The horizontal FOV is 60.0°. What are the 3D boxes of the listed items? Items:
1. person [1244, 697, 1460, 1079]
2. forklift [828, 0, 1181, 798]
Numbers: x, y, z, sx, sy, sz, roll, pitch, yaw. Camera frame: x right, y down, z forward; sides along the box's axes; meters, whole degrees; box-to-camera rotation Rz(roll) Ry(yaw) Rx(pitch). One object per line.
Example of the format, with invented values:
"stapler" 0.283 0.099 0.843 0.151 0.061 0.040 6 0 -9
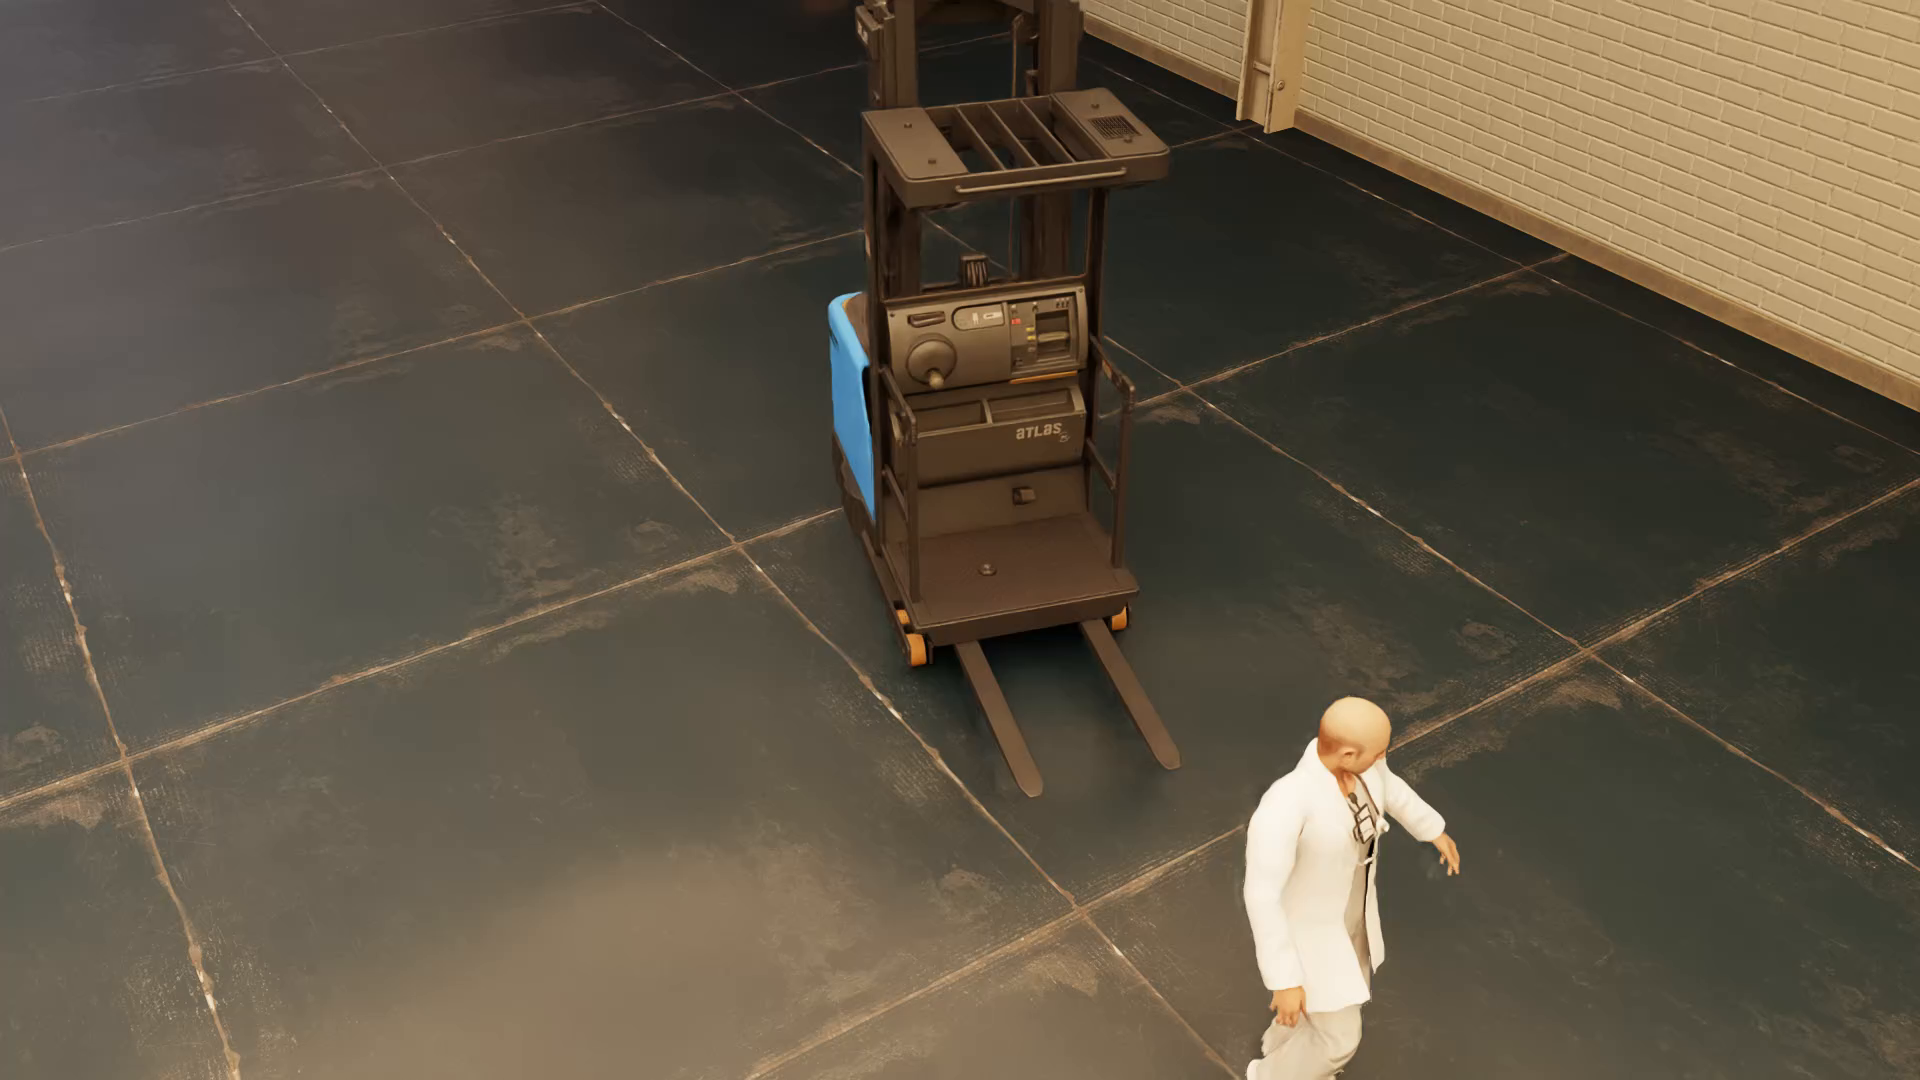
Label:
"person" 1.234 1.242 5.441 0.917 1.791 0.486 -29 44 -35
"forklift" 0.192 -0.853 7.361 1.130 2.935 3.031 -9 36 -13
